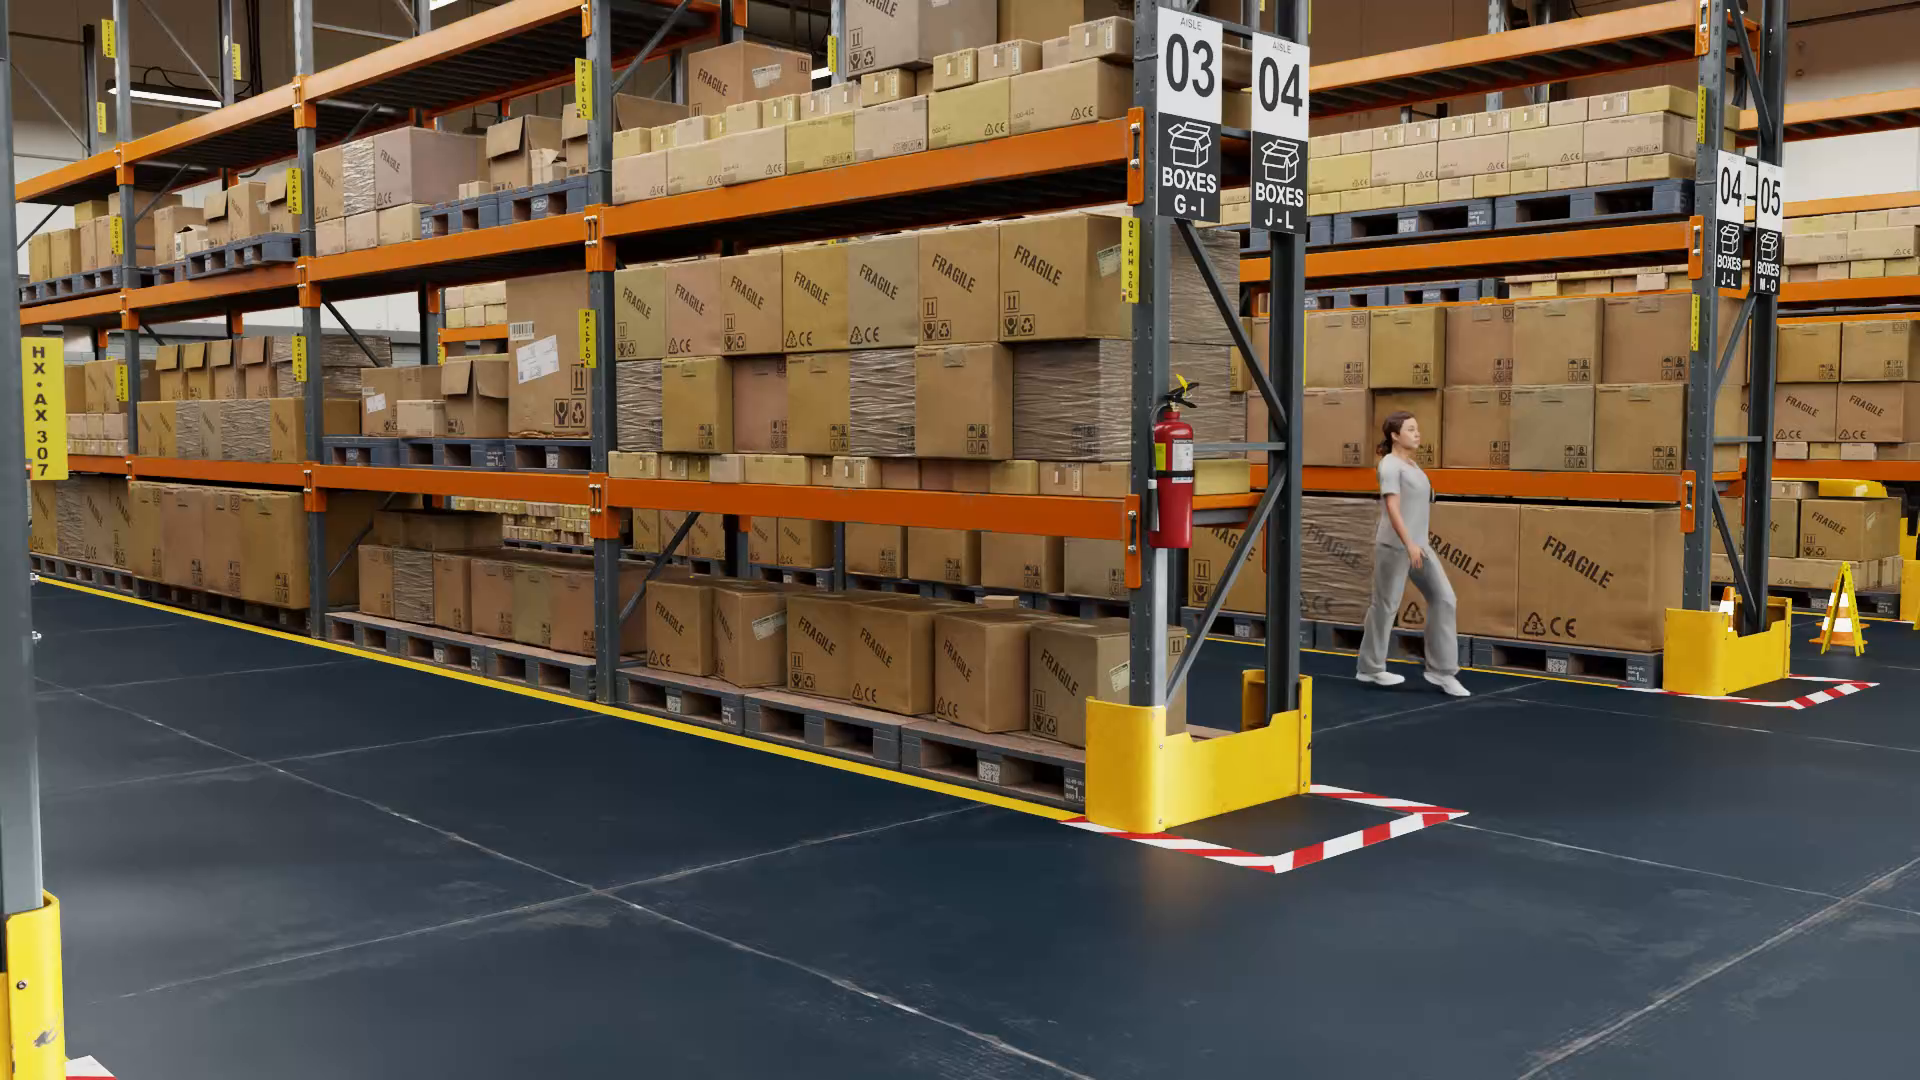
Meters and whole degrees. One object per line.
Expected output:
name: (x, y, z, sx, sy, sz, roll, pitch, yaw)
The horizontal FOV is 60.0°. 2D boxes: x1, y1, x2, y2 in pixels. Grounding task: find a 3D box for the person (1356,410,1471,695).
person: (2.693, 0.088, 9.923, 0.666, 1.719, 0.487, 4, 5, 42)
